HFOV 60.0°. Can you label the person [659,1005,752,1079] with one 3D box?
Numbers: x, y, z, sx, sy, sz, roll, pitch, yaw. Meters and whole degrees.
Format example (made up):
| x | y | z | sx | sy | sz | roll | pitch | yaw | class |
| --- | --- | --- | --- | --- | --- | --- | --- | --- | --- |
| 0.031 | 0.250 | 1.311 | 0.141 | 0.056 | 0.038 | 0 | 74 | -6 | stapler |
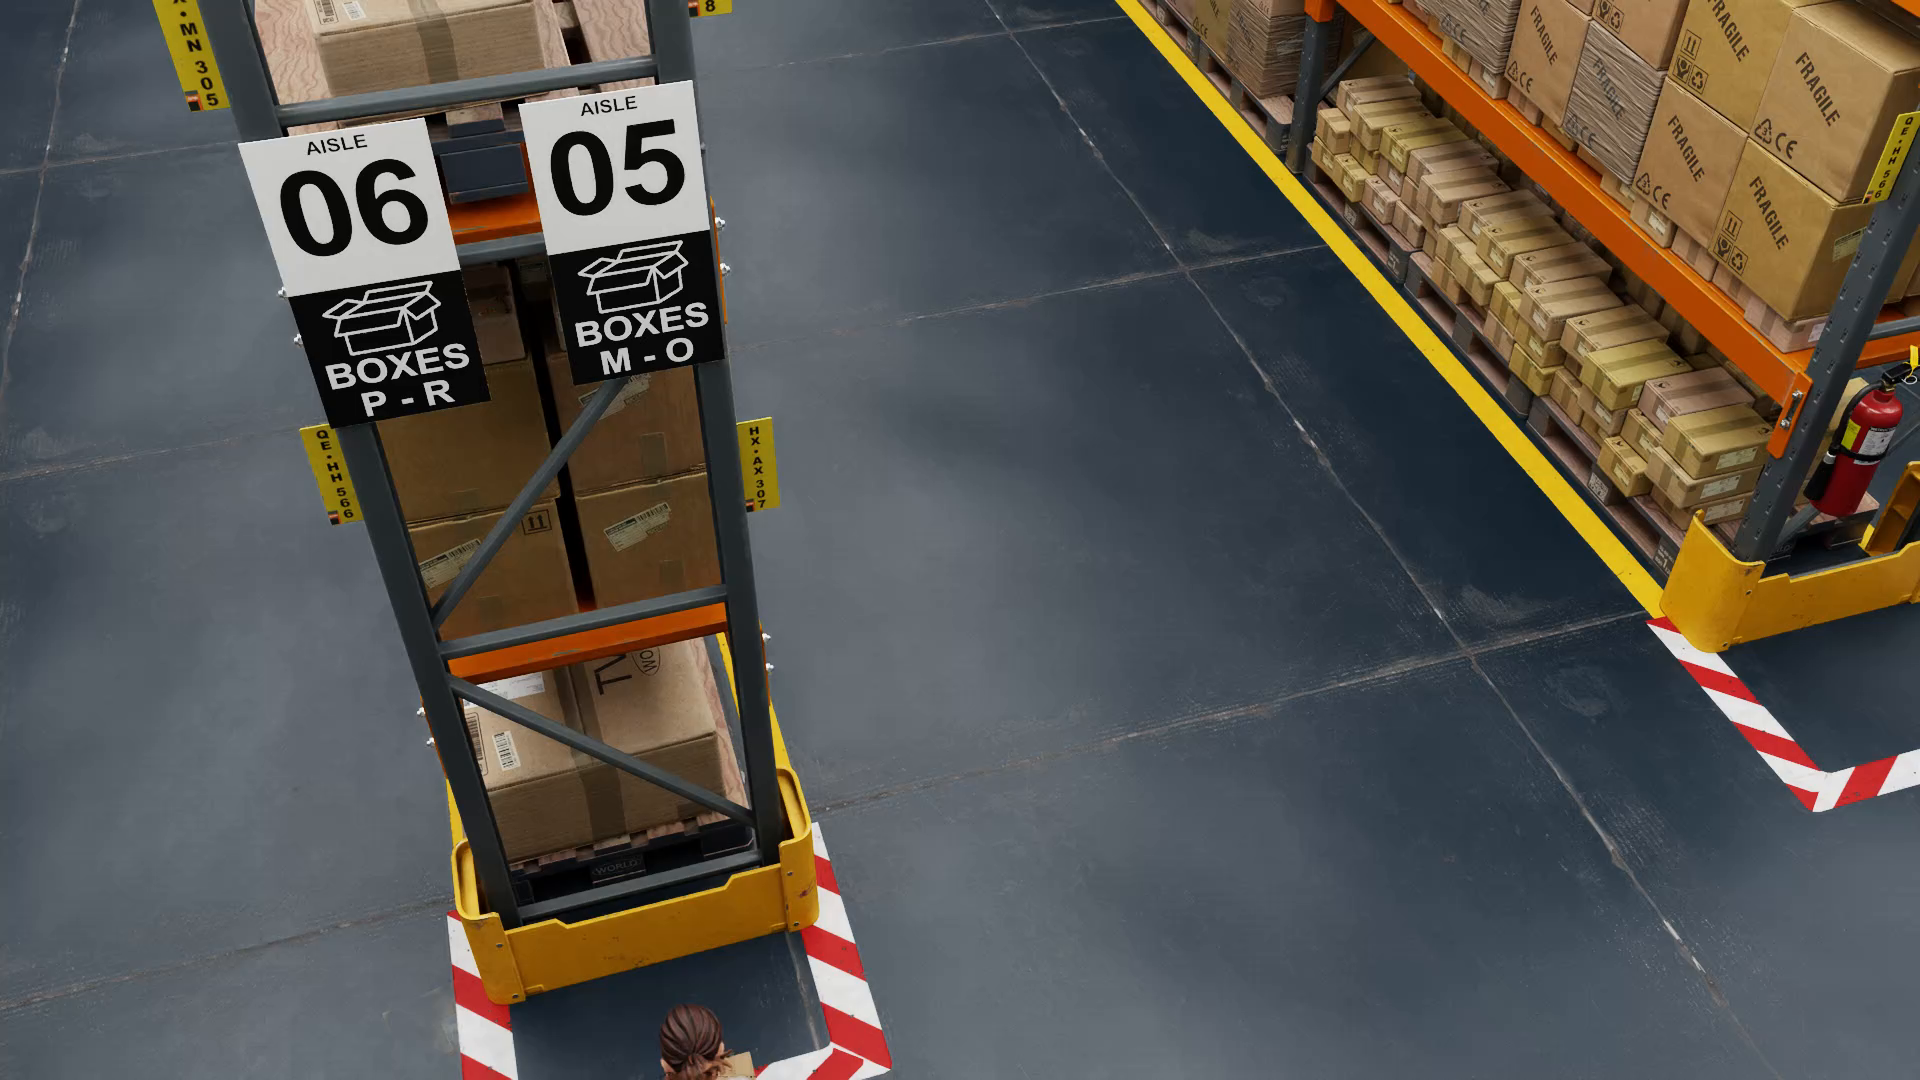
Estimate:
| x | y | z | sx | sy | sz | roll | pitch | yaw | class |
| --- | --- | --- | --- | --- | --- | --- | --- | --- | --- |
| -0.630 | 1.856 | 4.678 | 0.469 | 0.938 | 0.843 | -13 | 44 | -14 | person |
